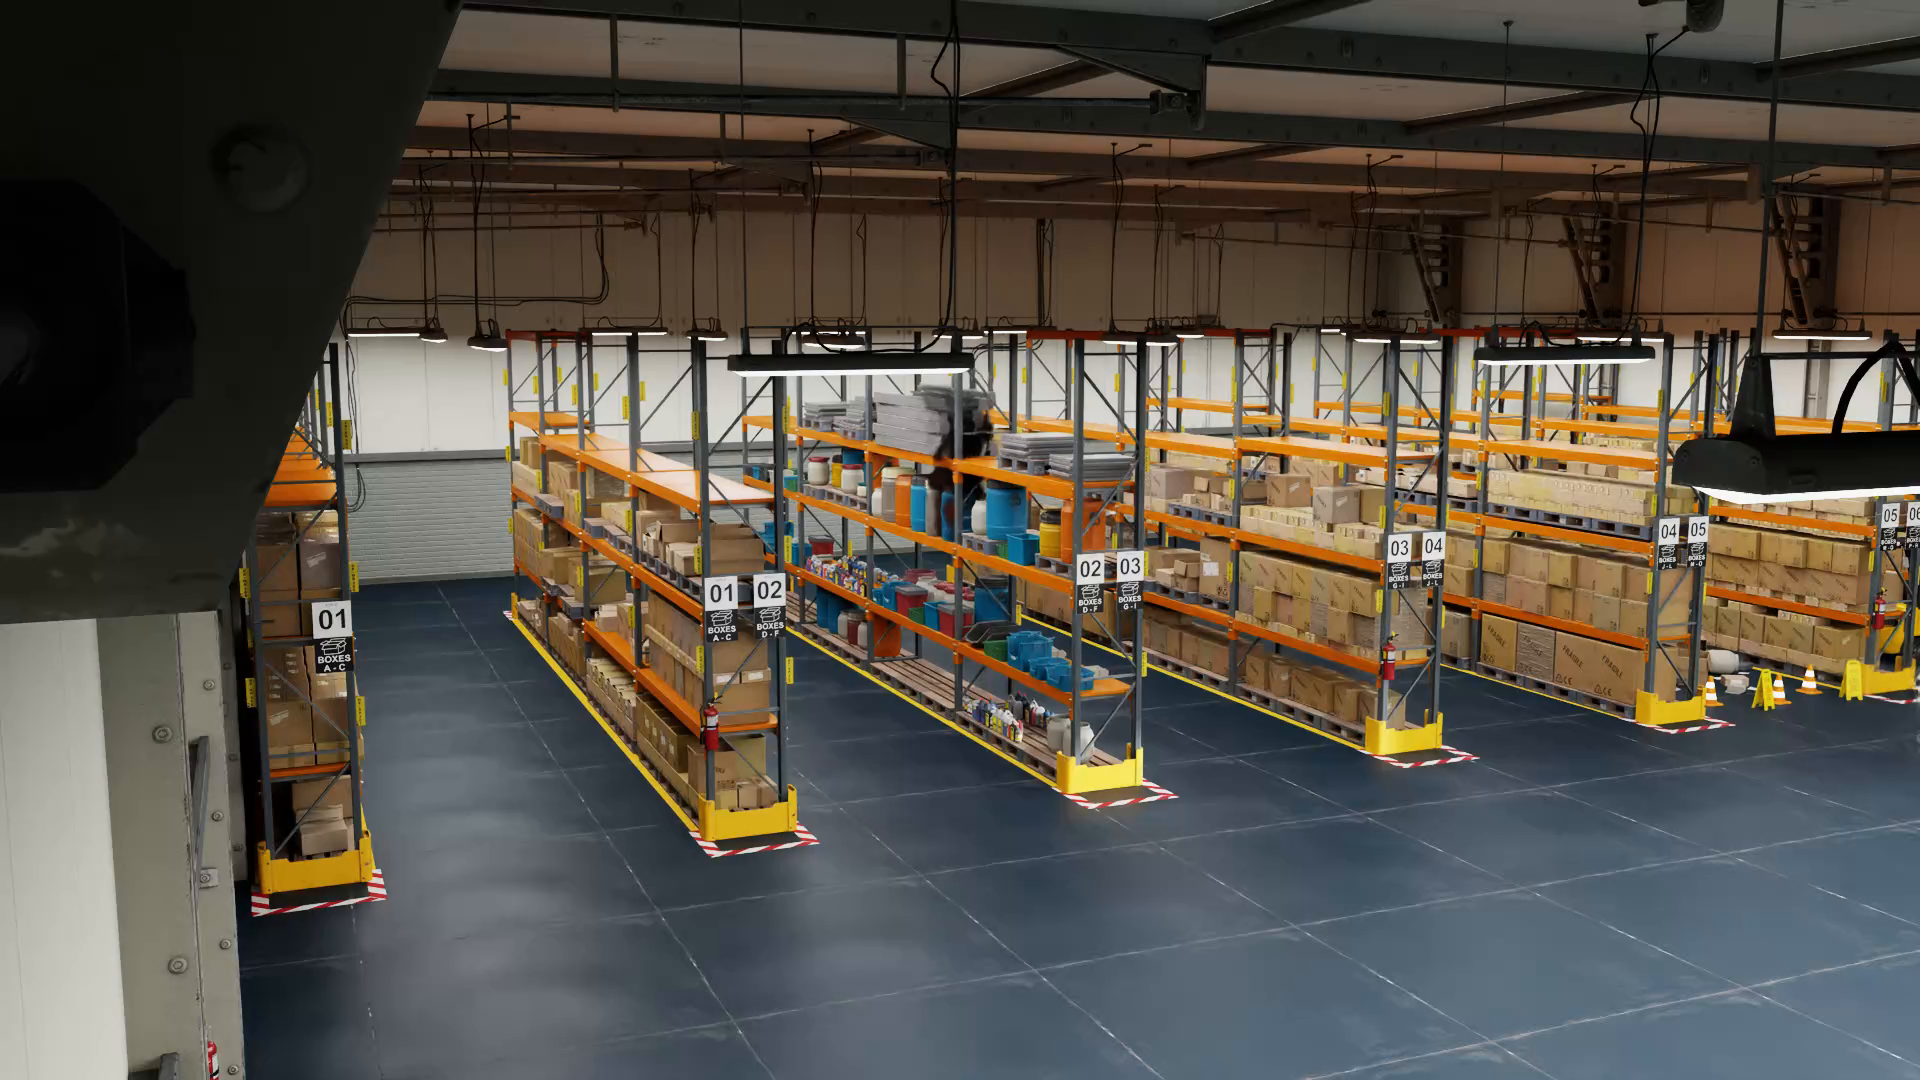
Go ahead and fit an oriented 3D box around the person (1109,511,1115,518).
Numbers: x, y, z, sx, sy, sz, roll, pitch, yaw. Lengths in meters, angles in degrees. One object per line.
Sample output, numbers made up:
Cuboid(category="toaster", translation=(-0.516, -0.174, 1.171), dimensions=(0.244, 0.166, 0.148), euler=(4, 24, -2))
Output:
Cuboid(category="person", translation=(3.537, 0.178, 39.147), dimensions=(0.722, 1.706, 0.539), euler=(0, 8, 2))
